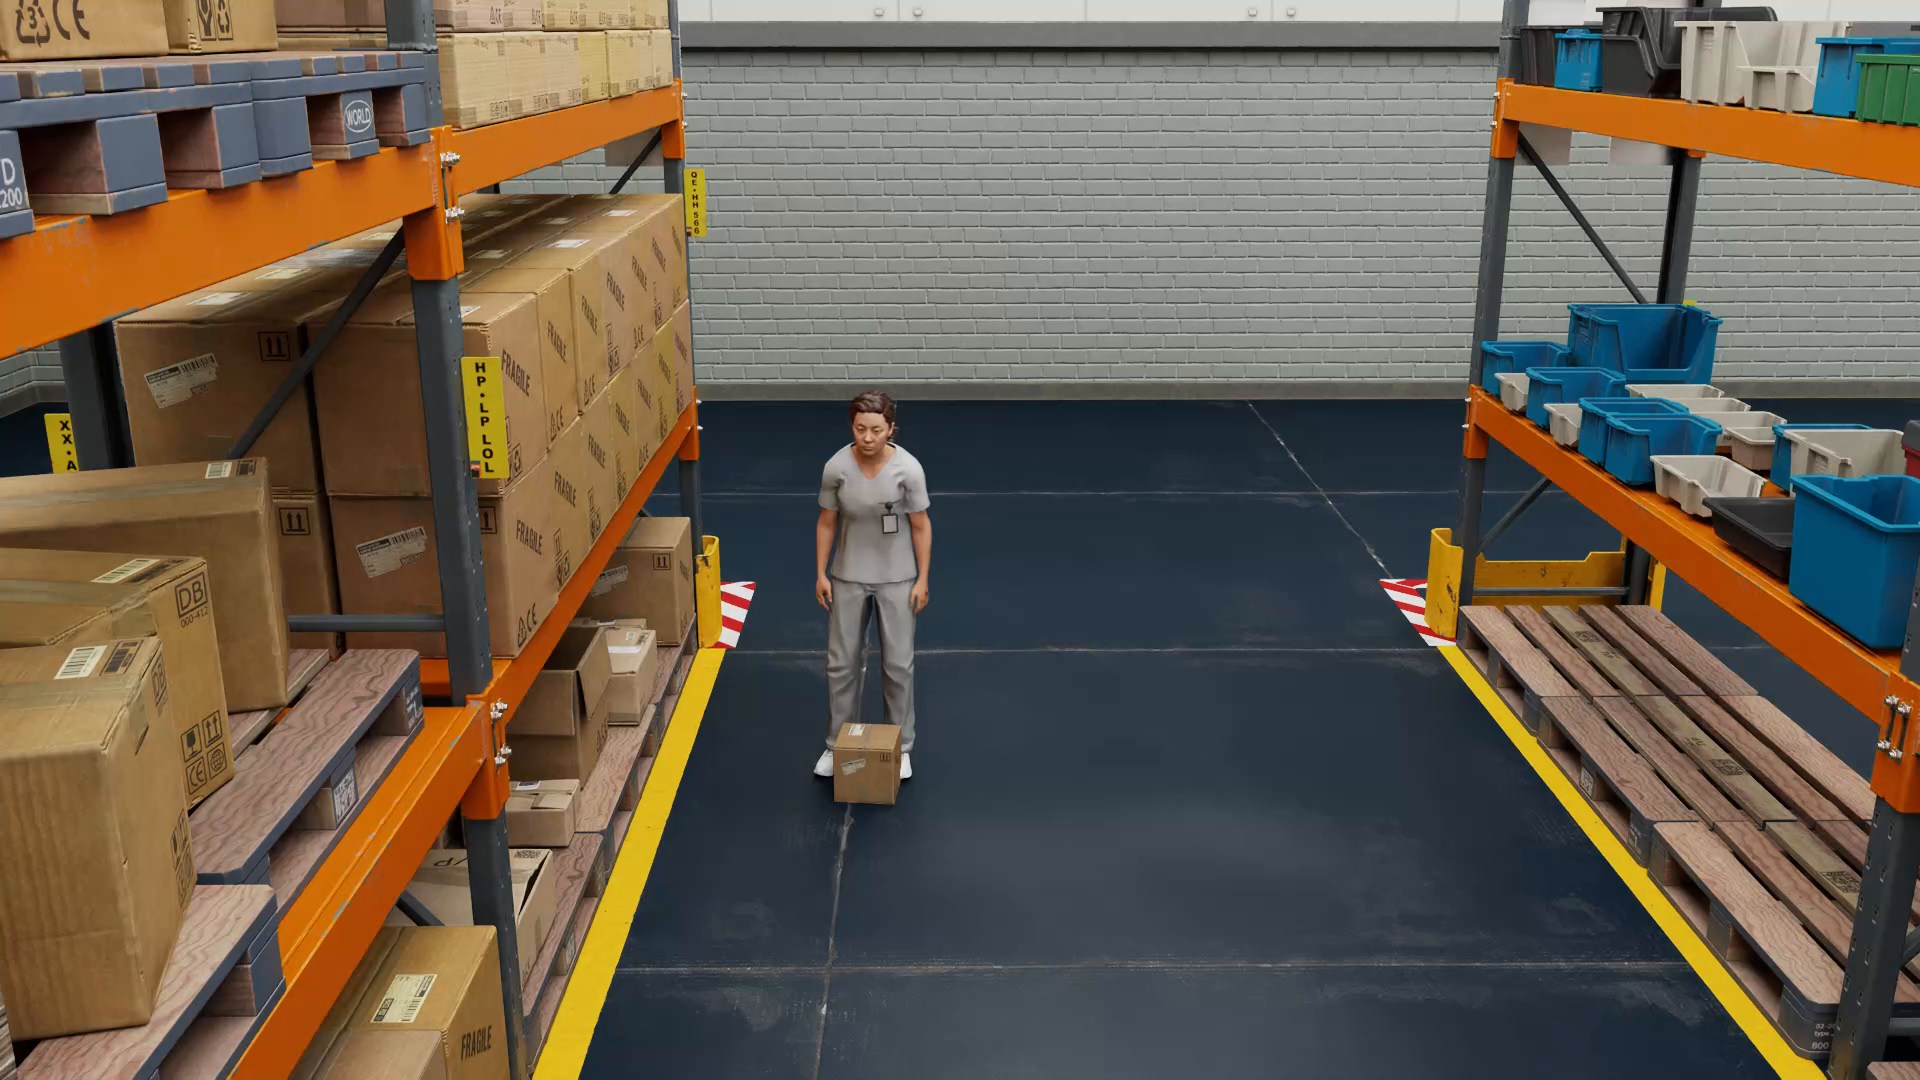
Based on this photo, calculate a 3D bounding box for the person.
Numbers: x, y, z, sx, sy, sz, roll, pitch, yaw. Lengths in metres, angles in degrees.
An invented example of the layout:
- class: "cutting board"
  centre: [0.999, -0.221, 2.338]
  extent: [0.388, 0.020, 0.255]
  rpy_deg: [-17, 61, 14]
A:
- class: "person"
  centre: [-0.366, 0.181, 6.968]
  extent: [0.491, 1.669, 0.353]
  rpy_deg: [2, 17, 6]
